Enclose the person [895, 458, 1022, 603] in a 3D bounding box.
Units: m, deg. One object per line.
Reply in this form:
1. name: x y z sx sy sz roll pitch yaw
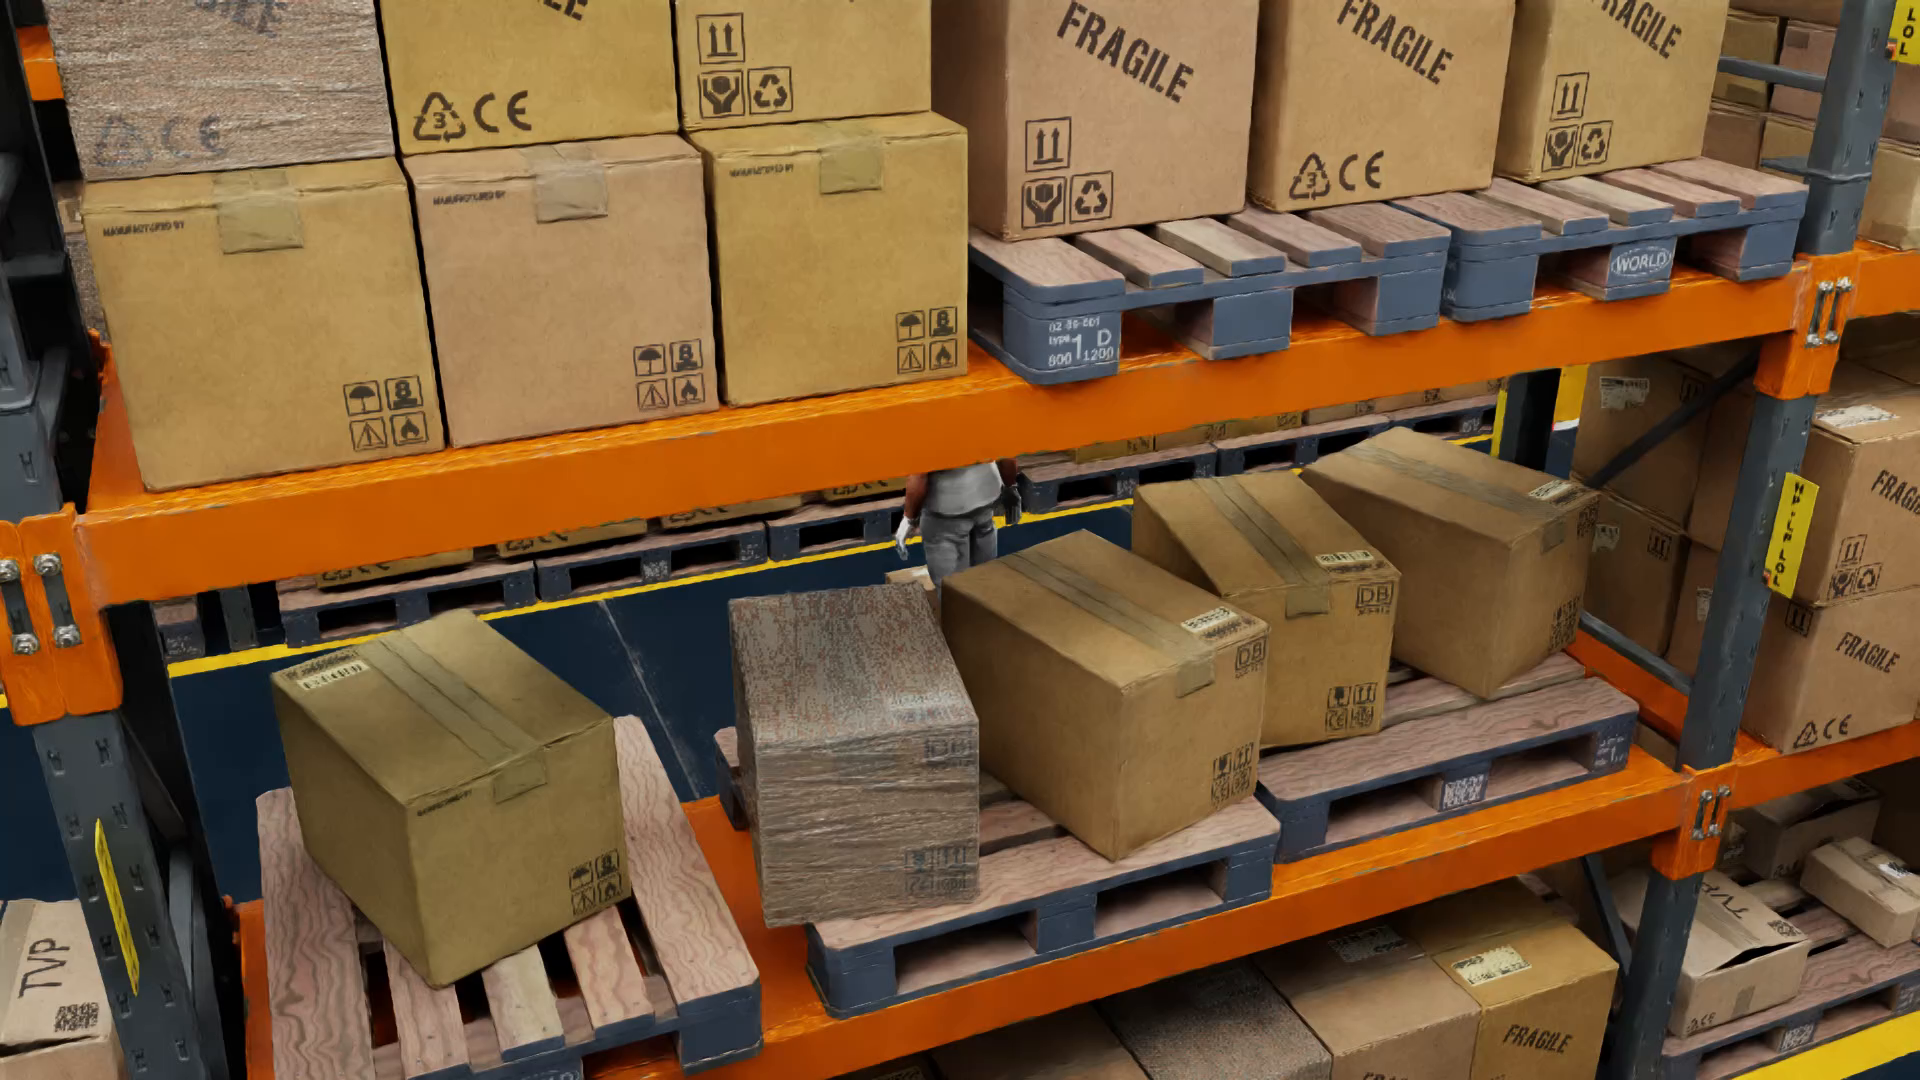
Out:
1. person: -0.022 -0.149 7.347 0.335 1.792 0.655 22 33 38
